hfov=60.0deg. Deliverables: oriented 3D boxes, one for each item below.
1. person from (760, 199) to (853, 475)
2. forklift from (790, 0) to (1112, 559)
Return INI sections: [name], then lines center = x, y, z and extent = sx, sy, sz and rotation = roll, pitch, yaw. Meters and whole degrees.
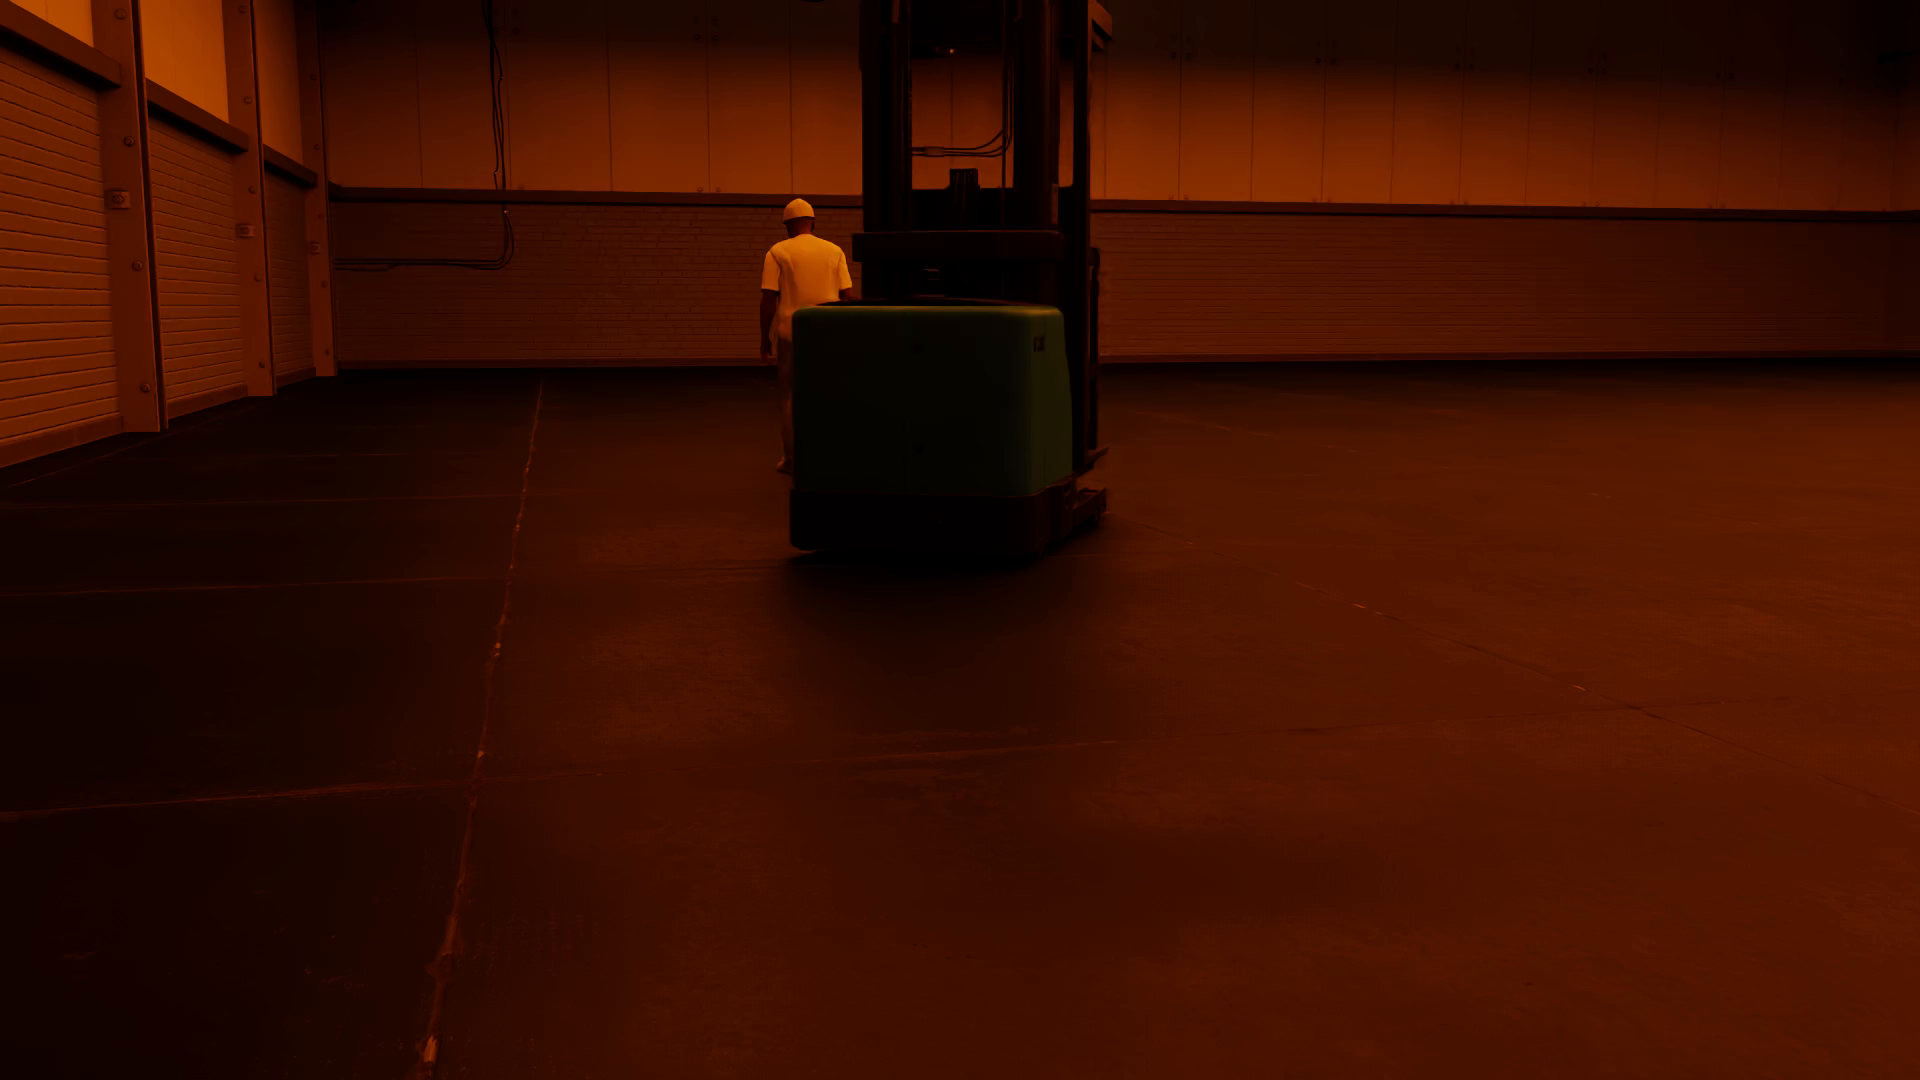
[person]
center = -0.990, -1.310, 10.734
extent = 0.627, 1.759, 0.462
rotation = -3, 8, -18
[forklift]
center = 0.129, -1.537, 8.114
extent = 1.130, 2.935, 3.031
rotation = 2, 8, 14
